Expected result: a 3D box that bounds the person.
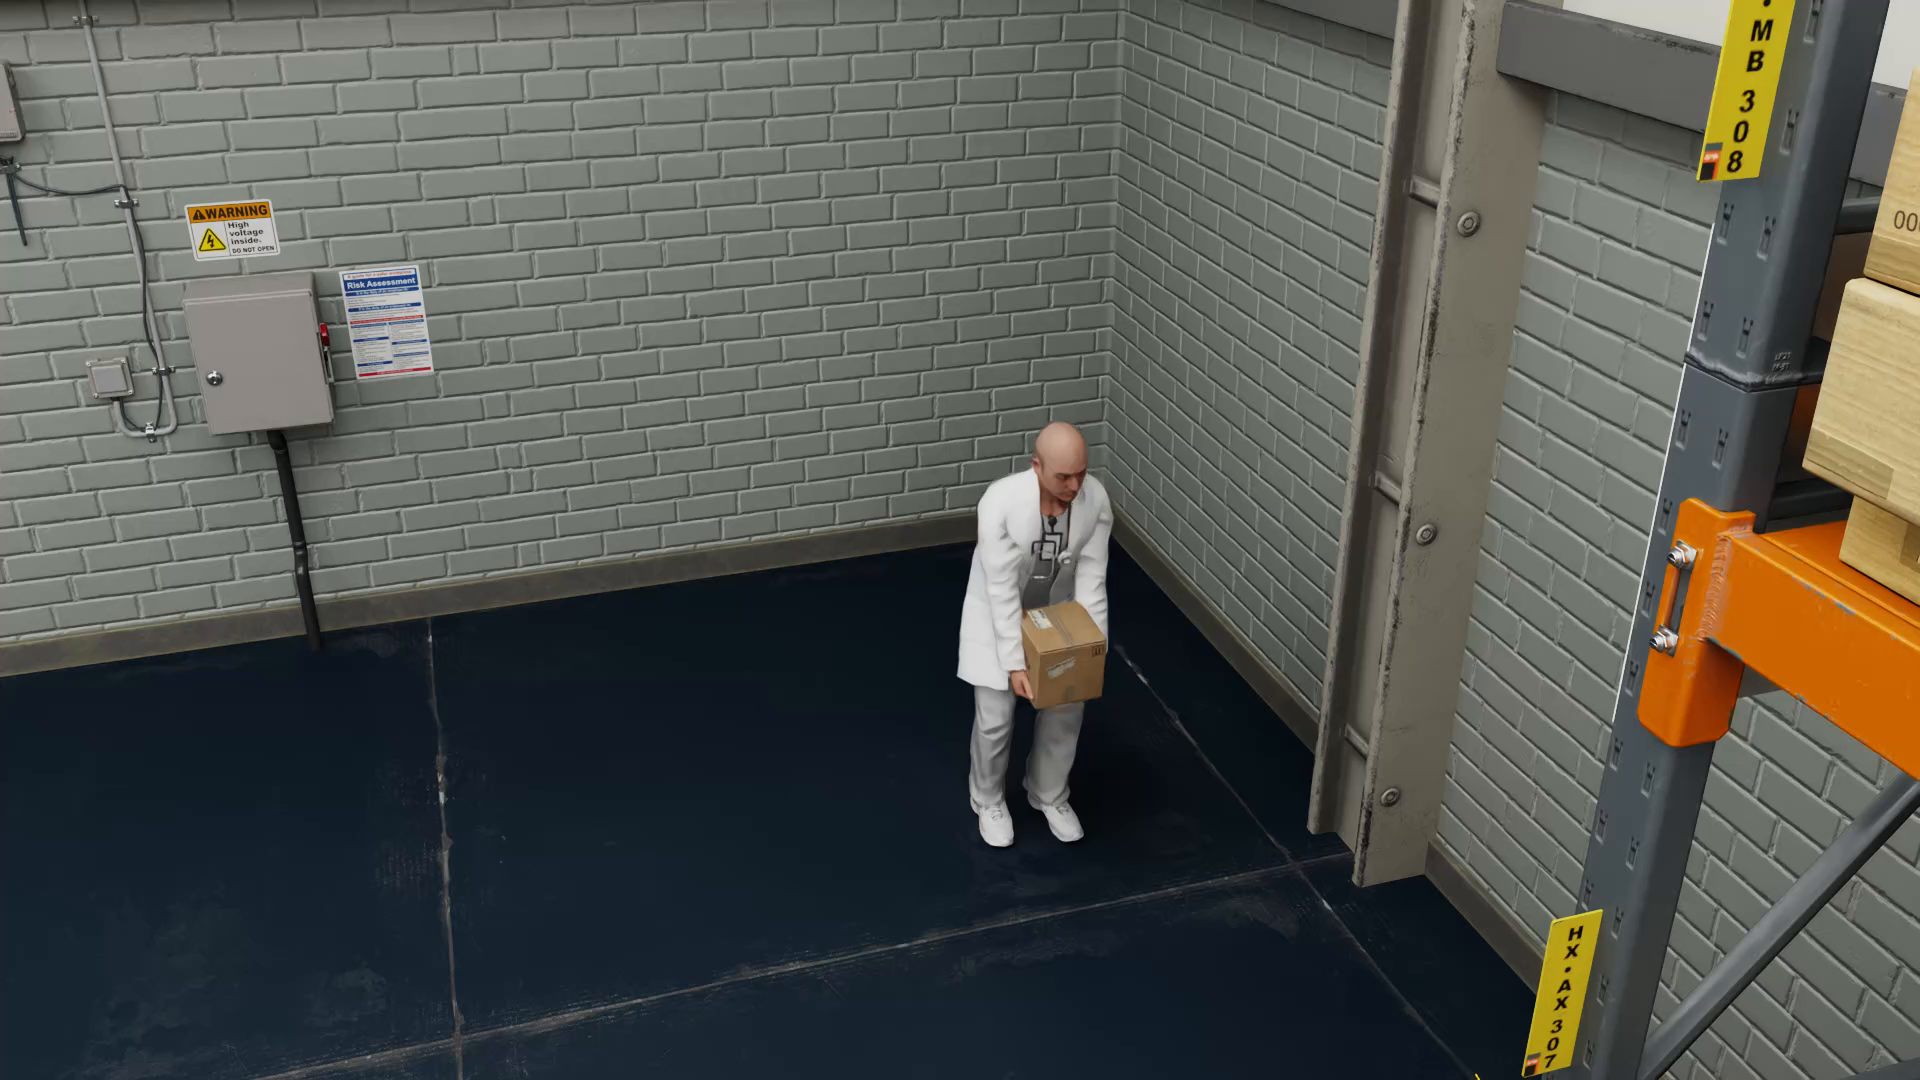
[{"bbox_3d":[0.270,0.342,6.002,0.534,1.721,0.616,-9,27,-17],"label":"person"}]
